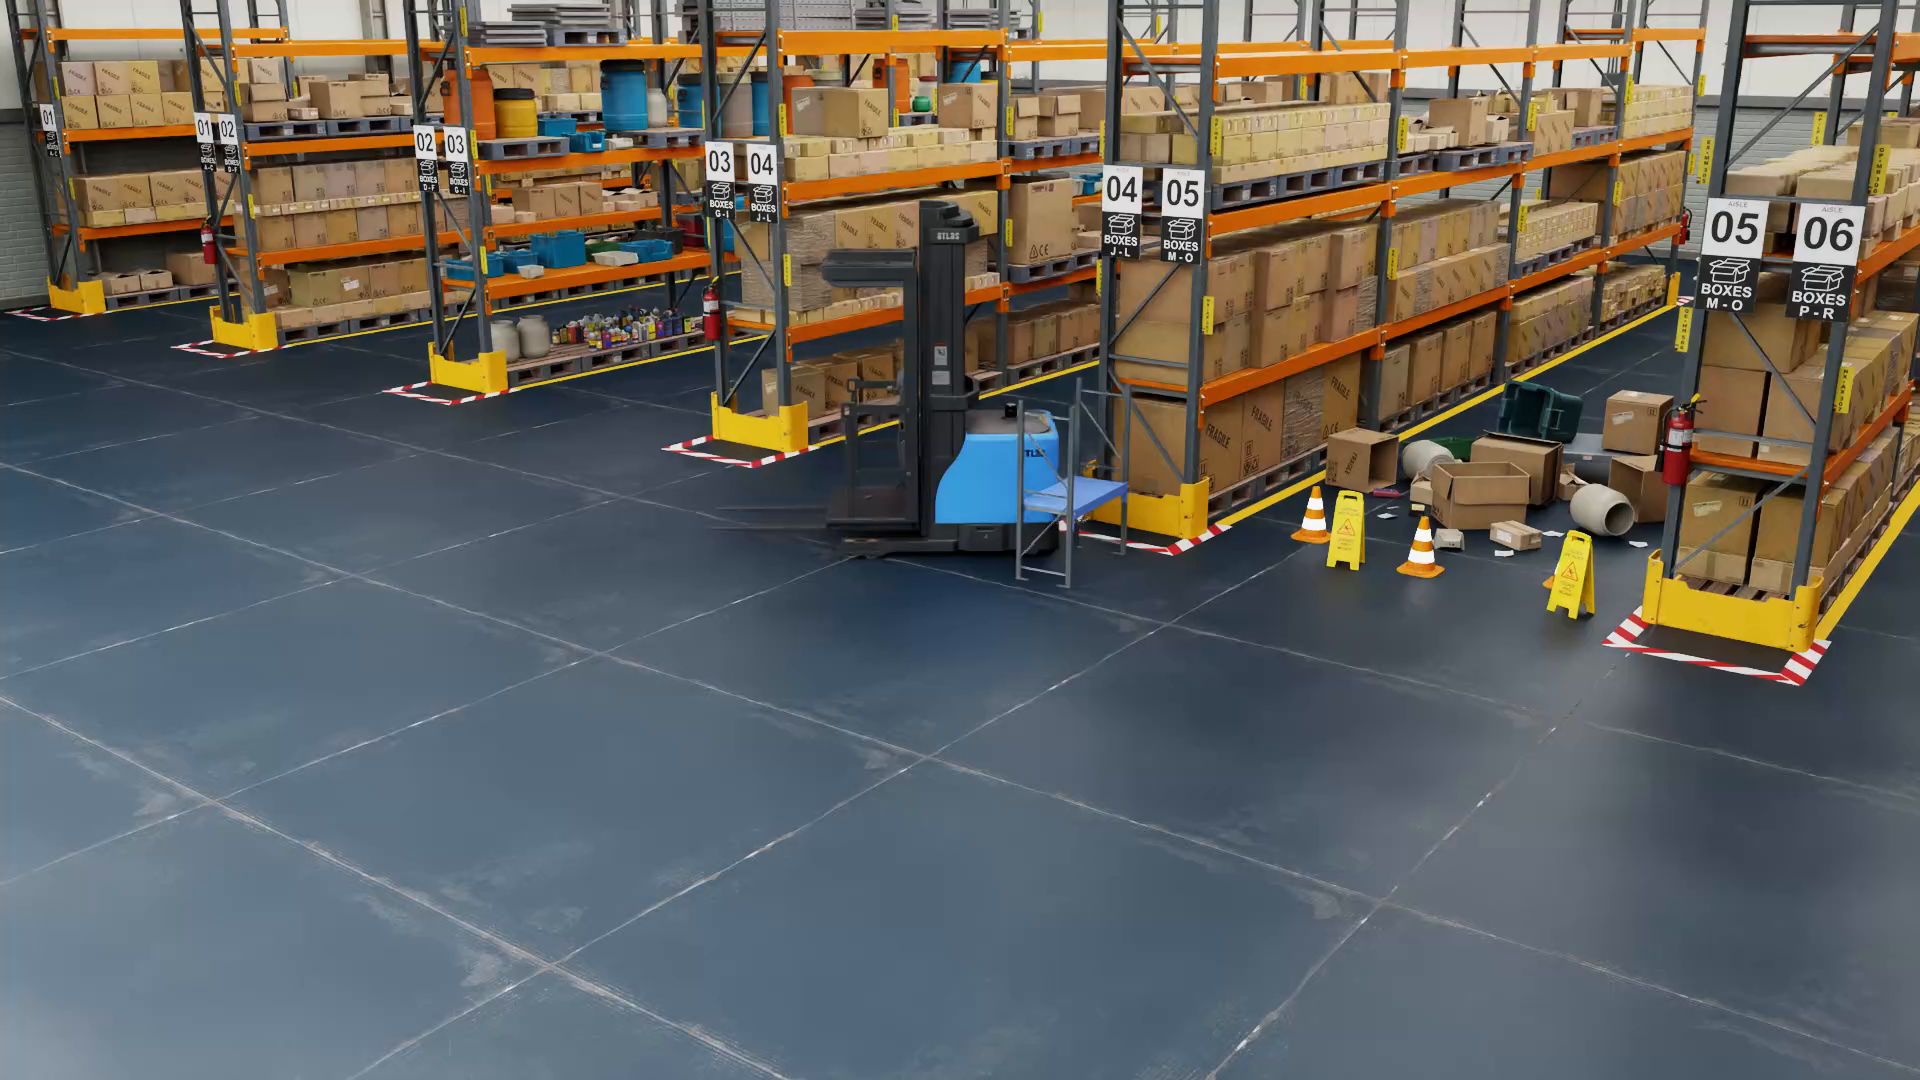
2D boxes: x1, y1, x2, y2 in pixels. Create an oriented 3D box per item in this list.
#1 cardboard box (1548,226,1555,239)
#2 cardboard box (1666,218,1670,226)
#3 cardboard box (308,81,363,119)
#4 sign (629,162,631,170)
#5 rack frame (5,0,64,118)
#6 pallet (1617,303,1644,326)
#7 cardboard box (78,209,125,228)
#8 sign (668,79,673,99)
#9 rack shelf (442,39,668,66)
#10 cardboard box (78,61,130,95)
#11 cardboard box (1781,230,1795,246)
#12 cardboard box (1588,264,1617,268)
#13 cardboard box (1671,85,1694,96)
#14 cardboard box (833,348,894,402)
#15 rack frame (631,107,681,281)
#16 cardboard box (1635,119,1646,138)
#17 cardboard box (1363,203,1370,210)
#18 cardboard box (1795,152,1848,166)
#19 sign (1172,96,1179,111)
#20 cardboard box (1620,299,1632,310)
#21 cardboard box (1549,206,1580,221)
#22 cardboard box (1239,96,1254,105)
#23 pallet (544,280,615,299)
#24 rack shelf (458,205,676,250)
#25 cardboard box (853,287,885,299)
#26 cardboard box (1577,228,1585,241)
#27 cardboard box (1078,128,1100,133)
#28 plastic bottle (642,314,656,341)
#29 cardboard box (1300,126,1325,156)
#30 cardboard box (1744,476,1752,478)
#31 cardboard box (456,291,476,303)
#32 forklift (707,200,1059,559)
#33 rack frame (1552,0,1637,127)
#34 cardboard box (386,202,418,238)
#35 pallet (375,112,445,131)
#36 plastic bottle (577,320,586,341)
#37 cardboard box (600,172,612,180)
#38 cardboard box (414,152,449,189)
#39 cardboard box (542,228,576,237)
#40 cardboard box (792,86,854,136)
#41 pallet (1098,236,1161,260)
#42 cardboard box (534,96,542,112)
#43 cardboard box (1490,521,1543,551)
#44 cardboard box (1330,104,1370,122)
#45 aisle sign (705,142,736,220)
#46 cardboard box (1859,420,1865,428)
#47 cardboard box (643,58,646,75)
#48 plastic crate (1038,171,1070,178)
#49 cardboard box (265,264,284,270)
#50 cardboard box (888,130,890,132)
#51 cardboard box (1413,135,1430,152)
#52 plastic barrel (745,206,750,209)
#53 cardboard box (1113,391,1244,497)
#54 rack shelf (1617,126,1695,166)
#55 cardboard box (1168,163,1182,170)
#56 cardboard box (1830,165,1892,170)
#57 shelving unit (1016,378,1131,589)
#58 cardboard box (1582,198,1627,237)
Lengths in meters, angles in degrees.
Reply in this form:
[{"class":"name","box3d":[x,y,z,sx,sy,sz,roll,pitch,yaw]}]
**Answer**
[{"class":"cardboard box","box3d":[7.676,-4.097,22.092,0.380,0.149,0.250,12,21,34]},{"class":"cardboard box","box3d":[11.081,-5.093,26.509,0.380,0.149,0.250,12,21,35]},{"class":"cardboard box","box3d":[-8.974,-6.329,23.896,0.500,0.500,0.500,12,21,35]},{"class":"sign","box3d":[-5.858,-6.748,29.598,0.100,0.325,0.005,12,21,35]},{"class":"rack frame","box3d":[-14.164,-7.974,25.246,1.000,3.000,0.127,12,21,35]},{"class":"pallet","box3d":[9.942,-3.567,25.873,1.003,0.211,1.213,12,21,35]},{"class":"cardboard box","box3d":[-13.618,-5.107,26.349,0.500,0.250,0.500,12,21,33]},{"class":"sign","box3d":[-4.976,-7.757,28.601,0.100,0.325,0.005,12,21,35]},{"class":"rack shelf","box3d":[-6.608,-7.994,27.198,1.077,0.370,4.000,12,21,35]},{"class":"cardboard box","box3d":[-13.400,-7.235,26.038,0.500,0.500,0.500,12,21,34]},{"class":"cardboard box","box3d":[6.025,-2.301,12.461,0.380,0.149,0.250,13,22,36]},{"class":"cardboard box","box3d":[10.321,-4.327,26.716,0.380,0.149,0.250,12,21,35]},{"class":"cardboard box","box3d":[11.265,-7.052,26.074,0.380,0.149,0.250,12,21,34]},{"class":"cardboard box","box3d":[-1.127,-1.929,19.406,0.500,0.500,0.500,15,23,40]},{"class":"rack frame","box3d":[-5.417,-6.139,29.456,1.000,3.000,0.127,12,21,35]},{"class":"cardboard box","box3d":[9.622,-5.986,24.156,0.500,0.250,0.500,12,21,34]},{"class":"cardboard box","box3d":[6.902,-5.849,28.945,0.380,0.149,0.250,13,21,36]},{"class":"cardboard box","box3d":[7.081,-3.106,13.709,0.380,0.149,0.250,12,21,33]},{"class":"sign","box3d":[2.972,-5.971,22.984,0.100,0.325,0.005,12,21,35]},{"class":"cardboard box","box3d":[10.059,-3.625,25.459,0.380,0.149,0.250,12,21,33]},{"class":"cardboard box","box3d":[8.290,-4.487,22.847,0.380,0.149,0.250,12,21,35]},{"class":"cardboard box","box3d":[4.194,-6.686,25.600,0.500,0.311,0.500,12,21,33]},{"class":"pallet","box3d":[-6.666,-4.329,28.329,1.003,0.211,1.213,12,21,35]},{"class":"rack shelf","box3d":[-6.608,-5.320,28.029,1.077,0.370,4.000,12,21,35]},{"class":"cardboard box","box3d":[-1.346,-3.050,18.838,0.875,0.500,0.500,12,21,35]},{"class":"cardboard box","box3d":[8.462,-4.270,23.152,0.380,0.149,0.250,12,21,35]},{"class":"cardboard box","box3d":[1.865,-5.353,22.118,0.500,0.250,0.500,13,22,36]},{"class":"plastic bottle","box3d":[-4.283,-2.929,22.841,0.144,0.351,0.185,12,21,34]},{"class":"cardboard box","box3d":[3.088,-3.764,15.622,0.500,0.250,0.500,12,21,34]},{"class":"cardboard box","box3d":[6.162,-0.623,13.262,0.380,0.149,0.250,13,22,36]},{"class":"cardboard box","box3d":[-7.901,-3.925,26.254,0.500,0.250,0.500,12,21,35]},{"class":"forklift","box3d":[-0.672,-1.396,14.298,3.031,2.935,1.130,0,17,-1]},{"class":"rack frame","box3d":[8.844,-7.305,23.095,1.000,3.000,0.127,12,21,35]},{"class":"cardboard box","box3d":[-8.670,-4.882,25.239,0.700,0.500,0.500,13,21,35]},{"class":"pallet","box3d":[-8.287,-6.369,25.287,1.003,0.211,1.213,12,21,35]},{"class":"plastic bottle","box3d":[-5.210,-2.870,22.780,0.152,0.276,0.135,12,21,33]},{"class":"cardboard box","box3d":[-7.420,-7.534,34.338,0.380,0.149,0.250,12,21,35]},{"class":"cardboard box","box3d":[-8.059,-5.747,25.837,0.700,0.500,0.500,13,21,35]},{"class":"cardboard box","box3d":[-8.326,-6.547,33.686,0.750,0.750,0.750,12,21,34]},{"class":"cardboard box","box3d":[-1.509,-4.758,18.435,0.500,0.500,0.500,12,21,35]},{"class":"pallet","box3d":[2.198,-4.108,23.237,1.213,0.211,1.003,12,21,35]},{"class":"cardboard box","box3d":[-7.100,-7.025,26.793,0.500,0.250,0.500,10,20,29]},{"class":"cardboard box","box3d":[4.887,-0.039,14.618,0.250,0.149,0.380,-7,19,-22]},{"class":"cardboard box","box3d":[3.814,-4.213,16.398,0.380,0.149,0.250,12,21,35]},{"class":"aisle sign","box3d":[-2.507,-3.762,17.418,0.394,0.787,0.004,12,21,35]},{"class":"cardboard box","box3d":[7.065,-1.018,13.389,0.380,0.149,0.250,12,21,33]},{"class":"cardboard box","box3d":[-6.364,-10.054,35.116,0.500,0.500,0.500,12,21,34]},{"class":"plastic crate","box3d":[1.676,-6.444,30.226,0.402,0.464,0.583,12,21,35]},{"class":"cardboard box","box3d":[-12.075,-4.785,29.132,0.380,0.166,0.250,9,20,28]},{"class":"cardboard box","box3d":[-1.034,-4.646,19.171,0.380,0.149,0.250,12,21,34]},{"class":"cardboard box","box3d":[4.894,-4.299,18.018,0.250,0.149,0.380,12,21,35]},{"class":"plastic barrel","box3d":[-3.078,-4.565,24.156,0.433,0.535,0.433,0,17,0]},{"class":"cardboard box","box3d":[2.045,-0.941,15.591,0.875,0.875,0.875,13,21,35]},{"class":"rack shelf","box3d":[10.035,-6.006,25.180,1.077,0.370,4.000,12,21,35]},{"class":"cardboard box","box3d":[1.770,-3.342,14.936,0.380,0.149,0.250,13,21,35]},{"class":"cardboard box","box3d":[6.721,-2.707,12.425,0.380,0.149,0.250,12,21,34]},{"class":"shelving unit","box3d":[0.948,-0.493,13.801,0.538,1.500,1.048,10,20,30]},{"class":"cardboard box","box3d":[9.341,-4.703,24.162,0.500,0.500,0.500,12,21,34]}]
